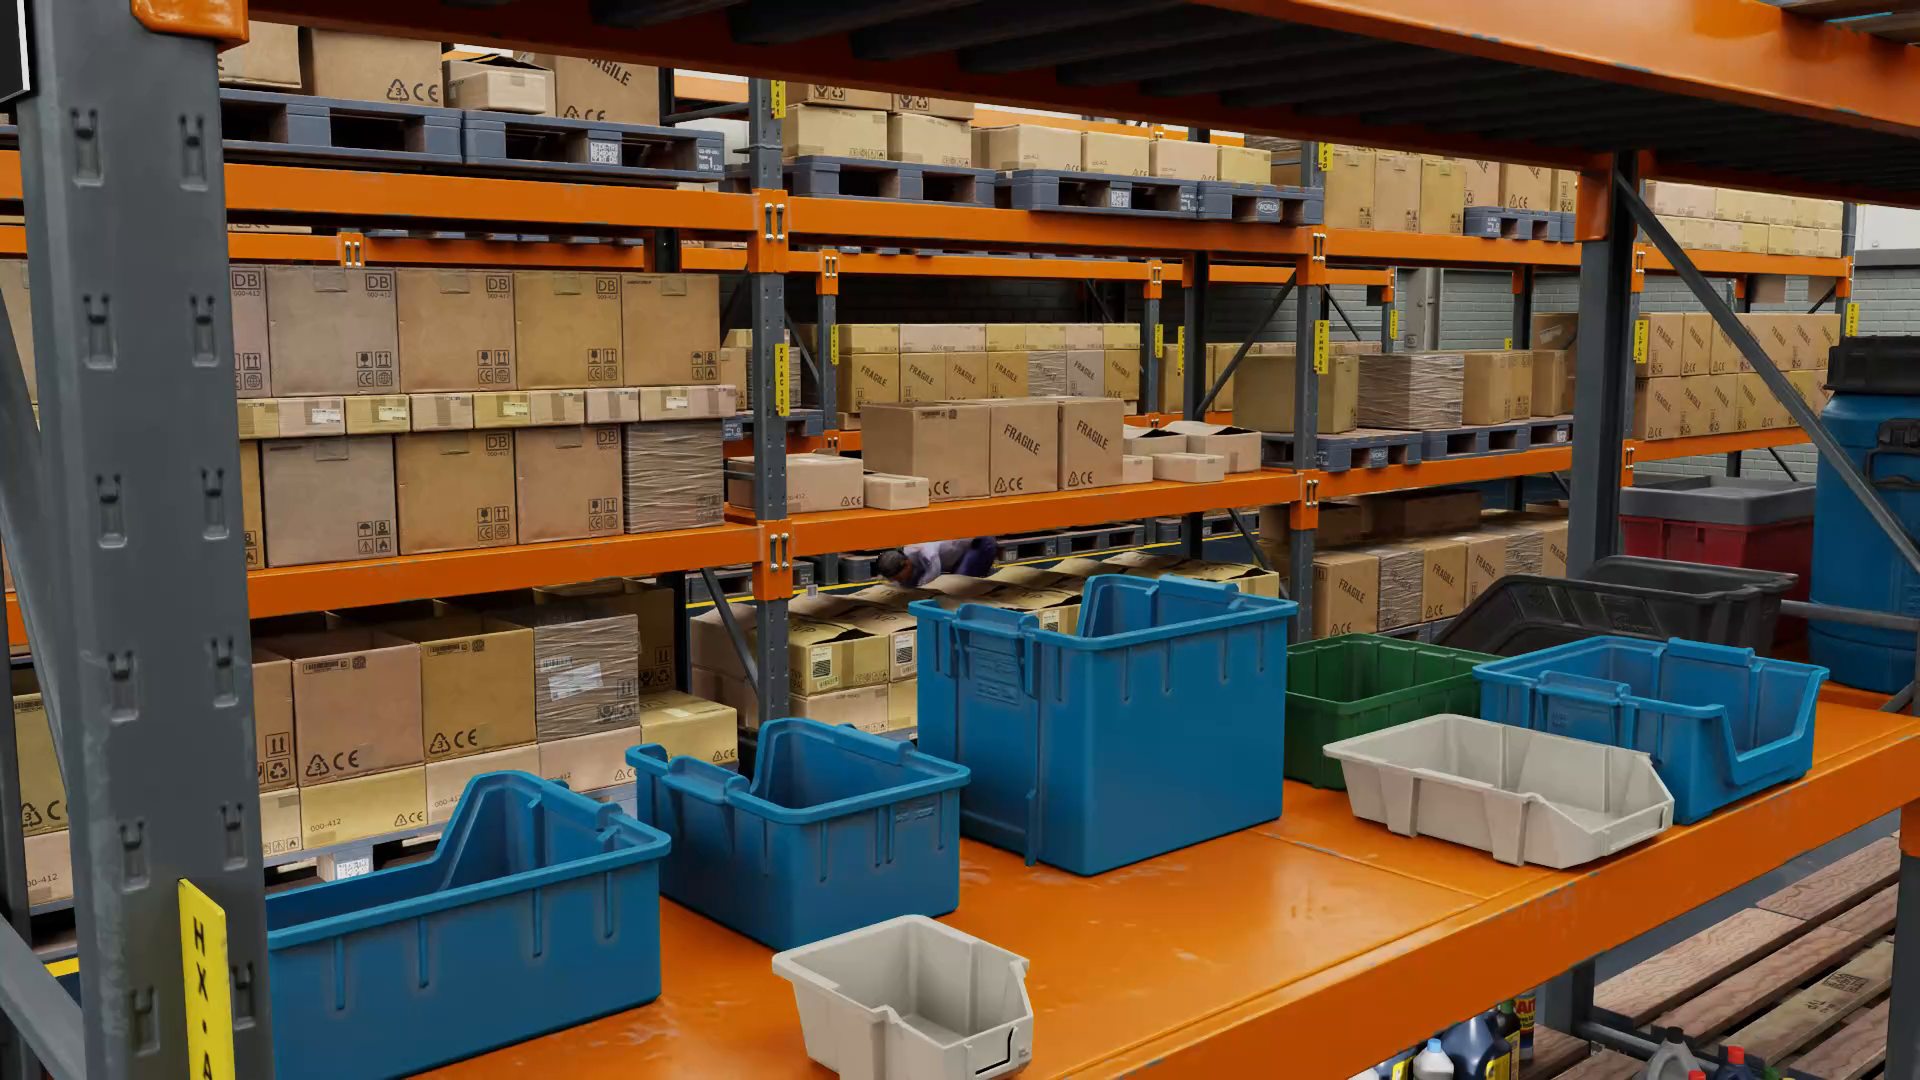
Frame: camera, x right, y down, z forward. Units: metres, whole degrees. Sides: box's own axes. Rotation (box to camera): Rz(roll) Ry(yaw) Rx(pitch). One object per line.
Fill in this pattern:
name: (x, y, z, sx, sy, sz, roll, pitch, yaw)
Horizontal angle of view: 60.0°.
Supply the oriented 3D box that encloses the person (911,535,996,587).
person: (-0.022, 0.341, 11.133, 0.515, 0.898, 0.492, -7, 11, -44)
